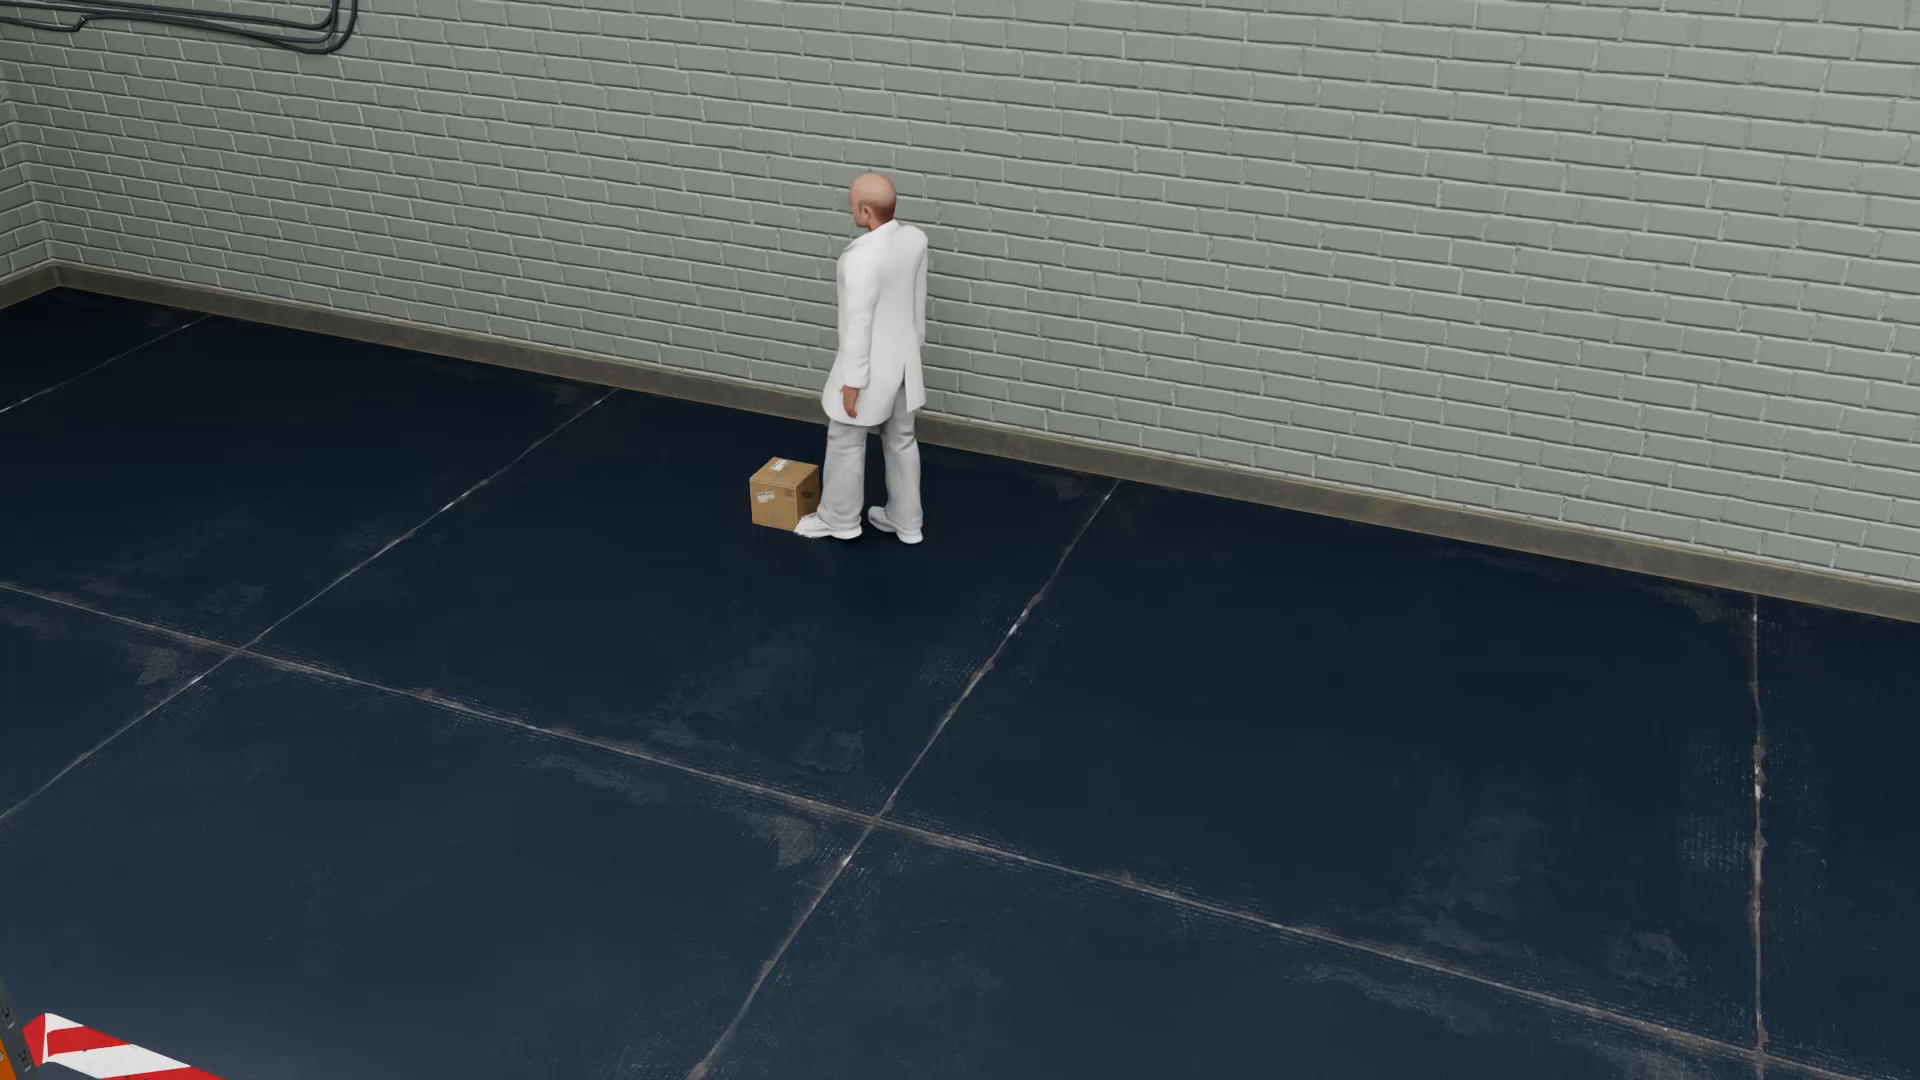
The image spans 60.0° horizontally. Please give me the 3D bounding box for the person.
[{"bbox_3d":[-0.446,-0.828,7.611,0.623,1.790,0.625,21,35,33],"label":"person"}]
